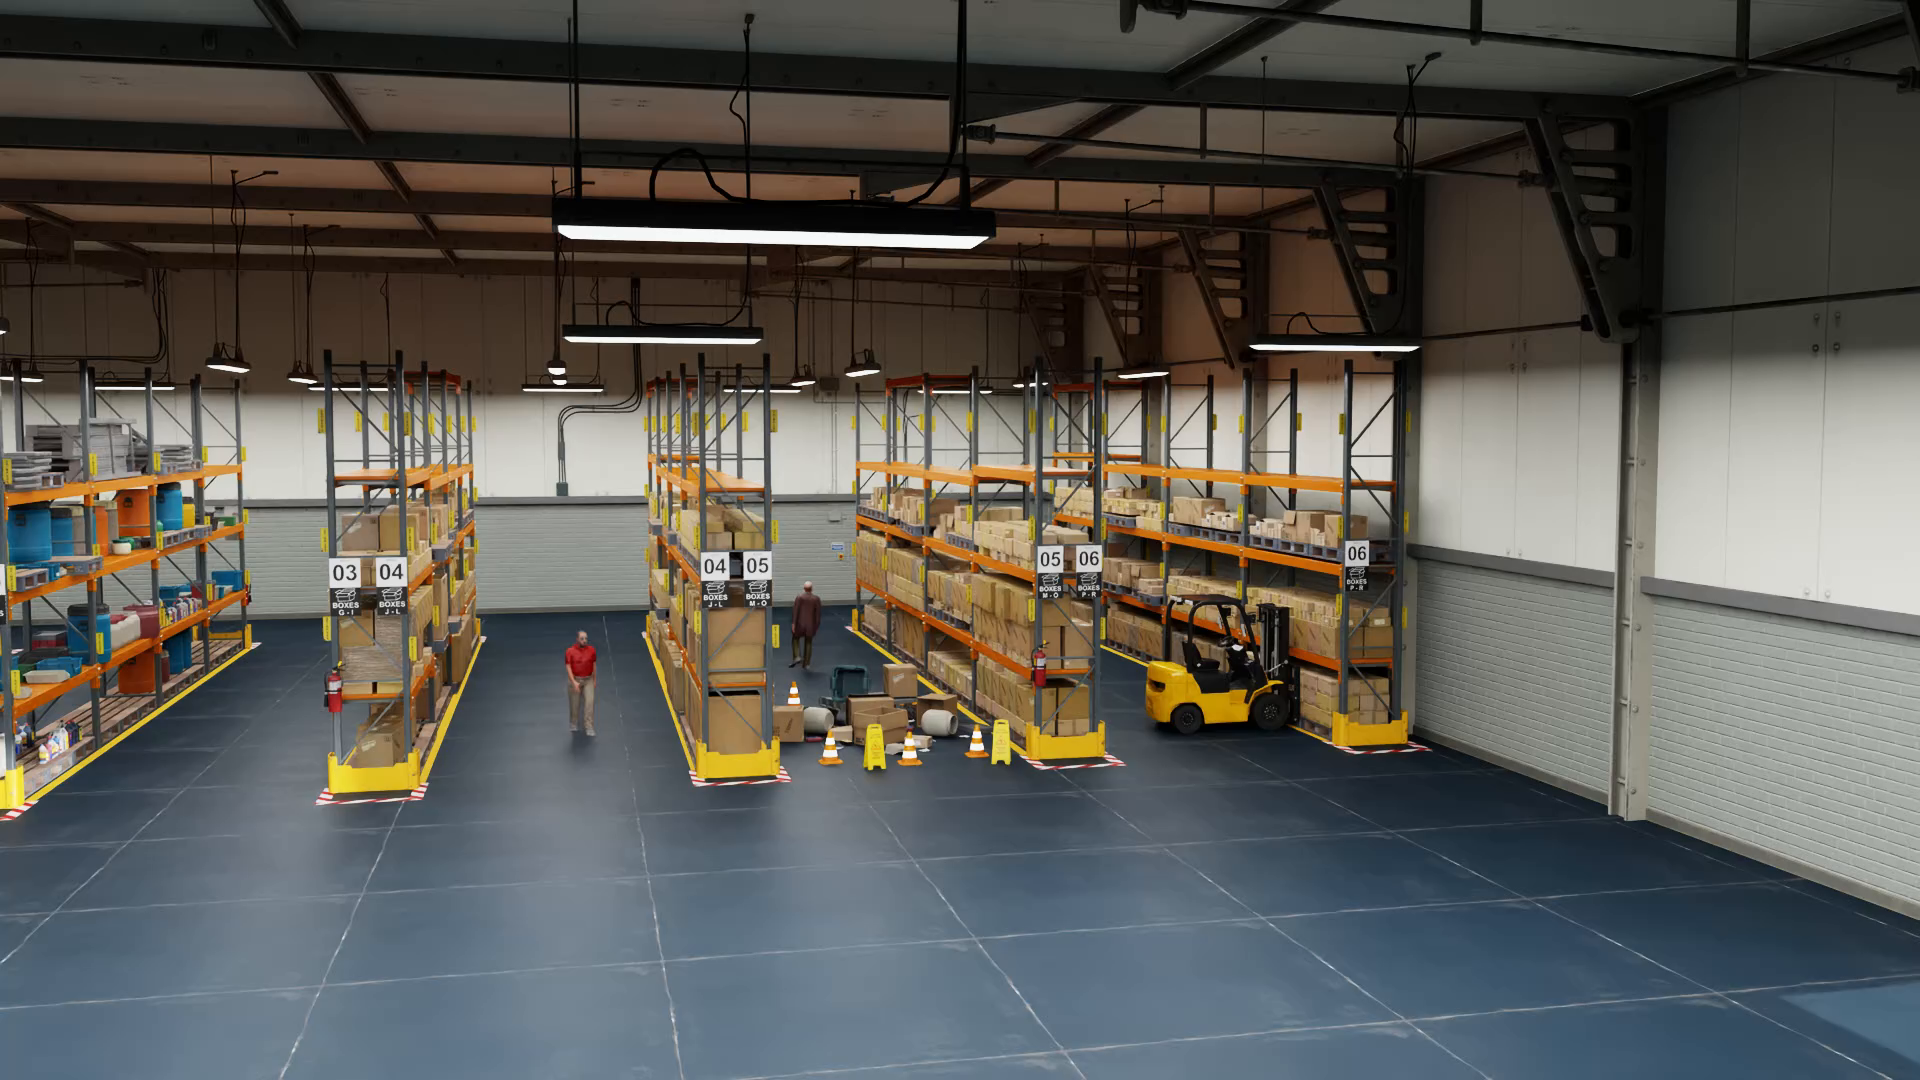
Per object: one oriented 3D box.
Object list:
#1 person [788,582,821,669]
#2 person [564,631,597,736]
[{"bbox_3d":[-3.179,1.737,34.009,0.682,1.780,0.475,-1,4,-12],"label":"person"},{"bbox_3d":[-6.071,2.289,26.755,0.546,1.662,1.028,-2,4,-26],"label":"person"}]
